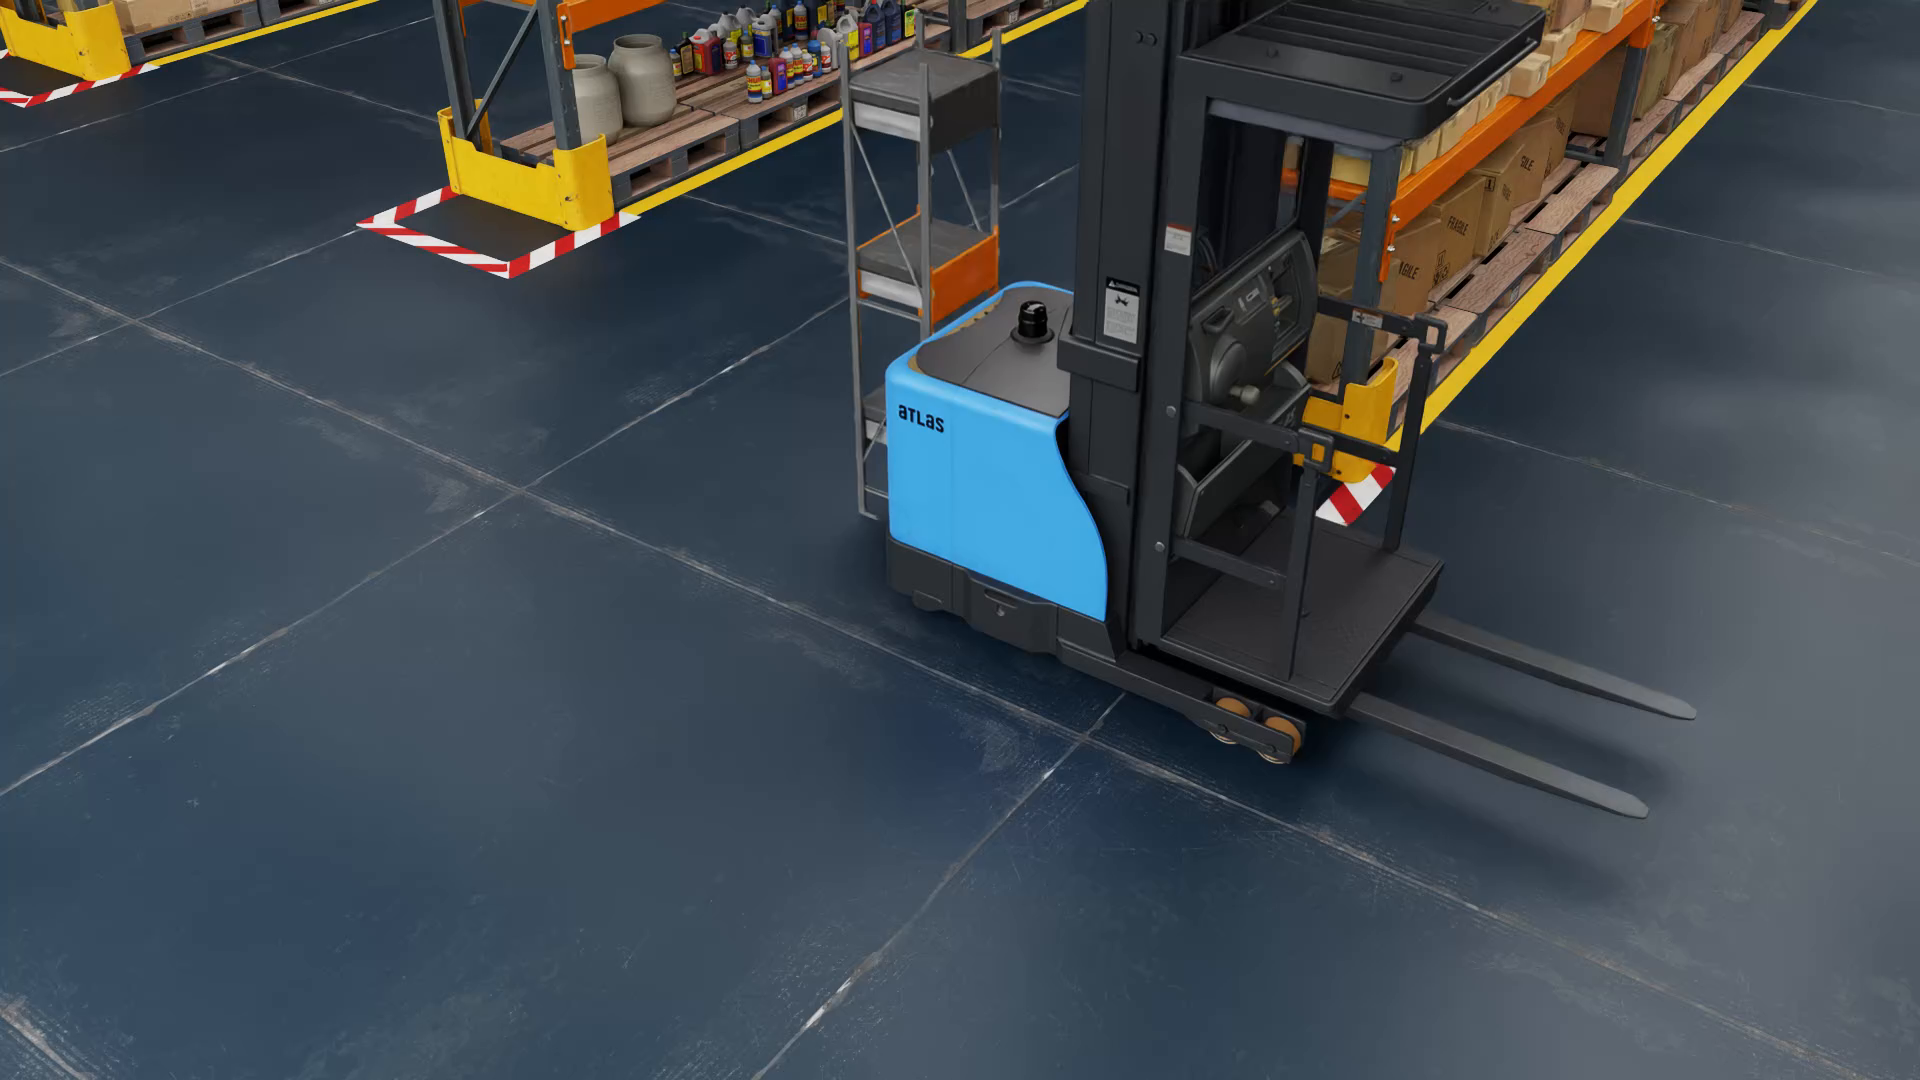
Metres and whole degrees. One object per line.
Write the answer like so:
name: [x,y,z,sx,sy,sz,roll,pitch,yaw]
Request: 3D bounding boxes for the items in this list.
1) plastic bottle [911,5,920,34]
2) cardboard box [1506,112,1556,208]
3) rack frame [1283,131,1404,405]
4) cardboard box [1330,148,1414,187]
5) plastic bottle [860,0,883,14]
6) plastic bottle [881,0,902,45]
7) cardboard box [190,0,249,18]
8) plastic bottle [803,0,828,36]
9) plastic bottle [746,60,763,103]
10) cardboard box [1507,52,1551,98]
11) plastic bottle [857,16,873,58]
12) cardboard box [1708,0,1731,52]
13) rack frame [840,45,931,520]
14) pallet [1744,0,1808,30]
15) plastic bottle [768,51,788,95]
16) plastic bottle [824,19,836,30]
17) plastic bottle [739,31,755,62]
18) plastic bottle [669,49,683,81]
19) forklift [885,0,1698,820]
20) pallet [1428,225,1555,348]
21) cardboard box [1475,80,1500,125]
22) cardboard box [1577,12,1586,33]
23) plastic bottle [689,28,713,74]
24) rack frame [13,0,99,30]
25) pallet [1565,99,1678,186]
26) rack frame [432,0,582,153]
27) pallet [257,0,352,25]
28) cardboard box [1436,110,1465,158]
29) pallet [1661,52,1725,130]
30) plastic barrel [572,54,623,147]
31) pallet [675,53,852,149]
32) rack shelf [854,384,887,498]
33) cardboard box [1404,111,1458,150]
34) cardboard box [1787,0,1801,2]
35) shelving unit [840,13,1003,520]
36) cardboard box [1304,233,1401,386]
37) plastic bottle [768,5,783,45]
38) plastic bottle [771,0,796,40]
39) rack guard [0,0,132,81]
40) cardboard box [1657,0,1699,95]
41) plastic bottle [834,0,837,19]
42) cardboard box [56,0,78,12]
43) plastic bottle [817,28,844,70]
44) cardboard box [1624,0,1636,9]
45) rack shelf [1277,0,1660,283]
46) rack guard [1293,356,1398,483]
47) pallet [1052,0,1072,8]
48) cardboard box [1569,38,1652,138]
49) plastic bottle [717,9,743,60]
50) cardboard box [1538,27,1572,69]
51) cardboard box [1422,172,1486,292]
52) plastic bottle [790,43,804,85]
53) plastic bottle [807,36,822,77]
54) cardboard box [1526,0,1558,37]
plastic bottle: [-0.345,-3.898,12.442,0.097,0.201,0.097,0,34,0]
cardboard box: [3.094,-2.261,9.772,0.500,0.500,0.500,-23,40,-30]
rack frame: [1.394,-1.719,7.114,1.000,3.000,0.127,21,39,28]
cardboard box: [1.753,-1.670,7.266,0.380,0.149,0.250,21,39,28]
plastic bottle: [-0.643,-3.884,12.288,0.144,0.351,0.185,21,39,28]
plastic bottle: [-0.524,-3.838,12.220,0.144,0.351,0.185,20,39,27]
cardboard box: [-5.971,-4.327,13.050,0.500,0.250,0.500,21,39,28]
plastic bottle: [-1.076,-3.942,12.373,0.144,0.351,0.185,21,39,28]
plastic bottle: [-1.385,-3.088,11.181,0.097,0.271,0.097,0,34,0]
cardboard box: [2.688,-2.329,8.241,0.380,0.149,0.250,21,39,28]
plastic bottle: [-0.692,-3.634,11.978,0.061,0.283,0.133,24,41,31]
cardboard box: [5.285,-3.973,12.286,0.700,0.500,0.500,18,38,24]
rack frame: [-0.282,-0.929,6.749,0.400,2.100,0.015,21,39,28]
pallet: [6.467,-4.584,13.840,1.003,0.211,1.213,21,39,28]
plastic bottle: [-1.241,-3.191,11.323,0.061,0.283,0.133,22,40,29]
plastic bottle: [-0.917,-3.594,11.919,0.061,0.283,0.133,21,39,28]
plastic bottle: [-1.527,-3.539,11.911,0.097,0.201,0.097,0,34,0]
plastic bottle: [-1.987,-3.309,11.571,0.097,0.201,0.097,0,34,0]
forklift: [1.203,-0.742,5.731,3.031,2.935,1.130,21,39,28]
pallet: [2.626,-1.520,9.310,1.003,0.211,1.213,21,39,28]
cardboard box: [2.340,-2.123,7.937,0.380,0.149,0.250,21,39,28]
cardboard box: [3.150,-2.831,8.983,0.380,0.149,0.250,21,39,28]
plastic bottle: [-1.821,-3.447,11.709,0.152,0.276,0.135,22,40,29]
rack frame: [-6.742,-4.885,11.796,1.000,3.000,0.127,21,39,28]
pallet: [4.118,-2.763,11.148,1.003,0.211,1.213,21,39,28]
rack frame: [-2.674,-3.301,9.453,1.000,3.000,0.127,21,39,28]
pallet: [-5.644,-4.654,13.944,1.003,0.211,1.213,21,39,28]
cardboard box: [2.066,-1.889,7.590,0.380,0.149,0.250,21,39,28]
pallet: [4.813,-3.327,11.981,1.003,0.211,1.213,21,39,28]
plastic barrel: [-2.362,-2.772,10.517,0.421,0.512,0.421,0,34,0]
pallet: [-1.506,-3.127,11.686,1.003,0.211,1.213,21,39,28]
rack shelf: [-0.145,-0.450,7.315,0.431,0.518,0.480,21,39,28]
cardboard box: [1.731,-2.128,7.364,0.875,0.500,0.500,21,39,28]
cardboard box: [6.367,-5.005,13.495,1.225,0.875,0.875,19,39,26]
shelving unit: [-0.145,-1.041,6.915,0.431,2.100,0.503,21,39,28]
cardboard box: [1.764,-1.139,8.114,0.500,0.500,0.500,-29,43,-35]
plastic bottle: [-1.356,-3.788,12.217,0.097,0.271,0.097,0,34,0]
plastic bottle: [-1.302,-3.901,12.313,0.144,0.351,0.185,20,39,26]
rack guard: [-6.755,-3.838,12.479,1.175,0.500,0.348,21,39,28]
cardboard box: [4.649,-3.453,11.517,0.700,0.500,0.500,18,38,24]
plastic bottle: [-0.993,-4.111,12.757,0.097,0.201,0.097,0,34,0]
cardboard box: [-6.679,-4.261,12.953,0.500,0.250,0.500,21,39,28]
plastic bottle: [-0.914,-3.497,11.782,0.152,0.276,0.135,22,40,29]
cardboard box: [3.644,-3.151,9.456,0.380,0.149,0.250,21,39,28]
rack shelf: [2.535,-2.341,8.677,1.077,0.370,4.000,21,39,28]
rack guard: [1.438,-0.718,7.866,1.175,0.500,0.348,21,39,28]
pallet: [0.717,-4.924,14.343,1.003,0.211,1.213,21,39,28]
cardboard box: [4.043,-2.982,10.821,0.700,0.500,0.500,18,38,25]
plastic bottle: [-1.651,-3.620,11.897,0.144,0.351,0.185,23,40,30]
cardboard box: [2.927,-2.577,8.607,0.380,0.149,0.250,21,39,28]
cardboard box: [2.450,-1.707,8.954,0.500,0.500,0.500,25,42,32]
plastic bottle: [-1.132,-3.292,11.482,0.097,0.271,0.097,0,34,0]
plastic bottle: [-1.017,-3.385,11.620,0.097,0.271,0.097,0,34,0]
cardboard box: [2.532,-2.839,8.415,0.875,0.500,0.500,21,39,28]
